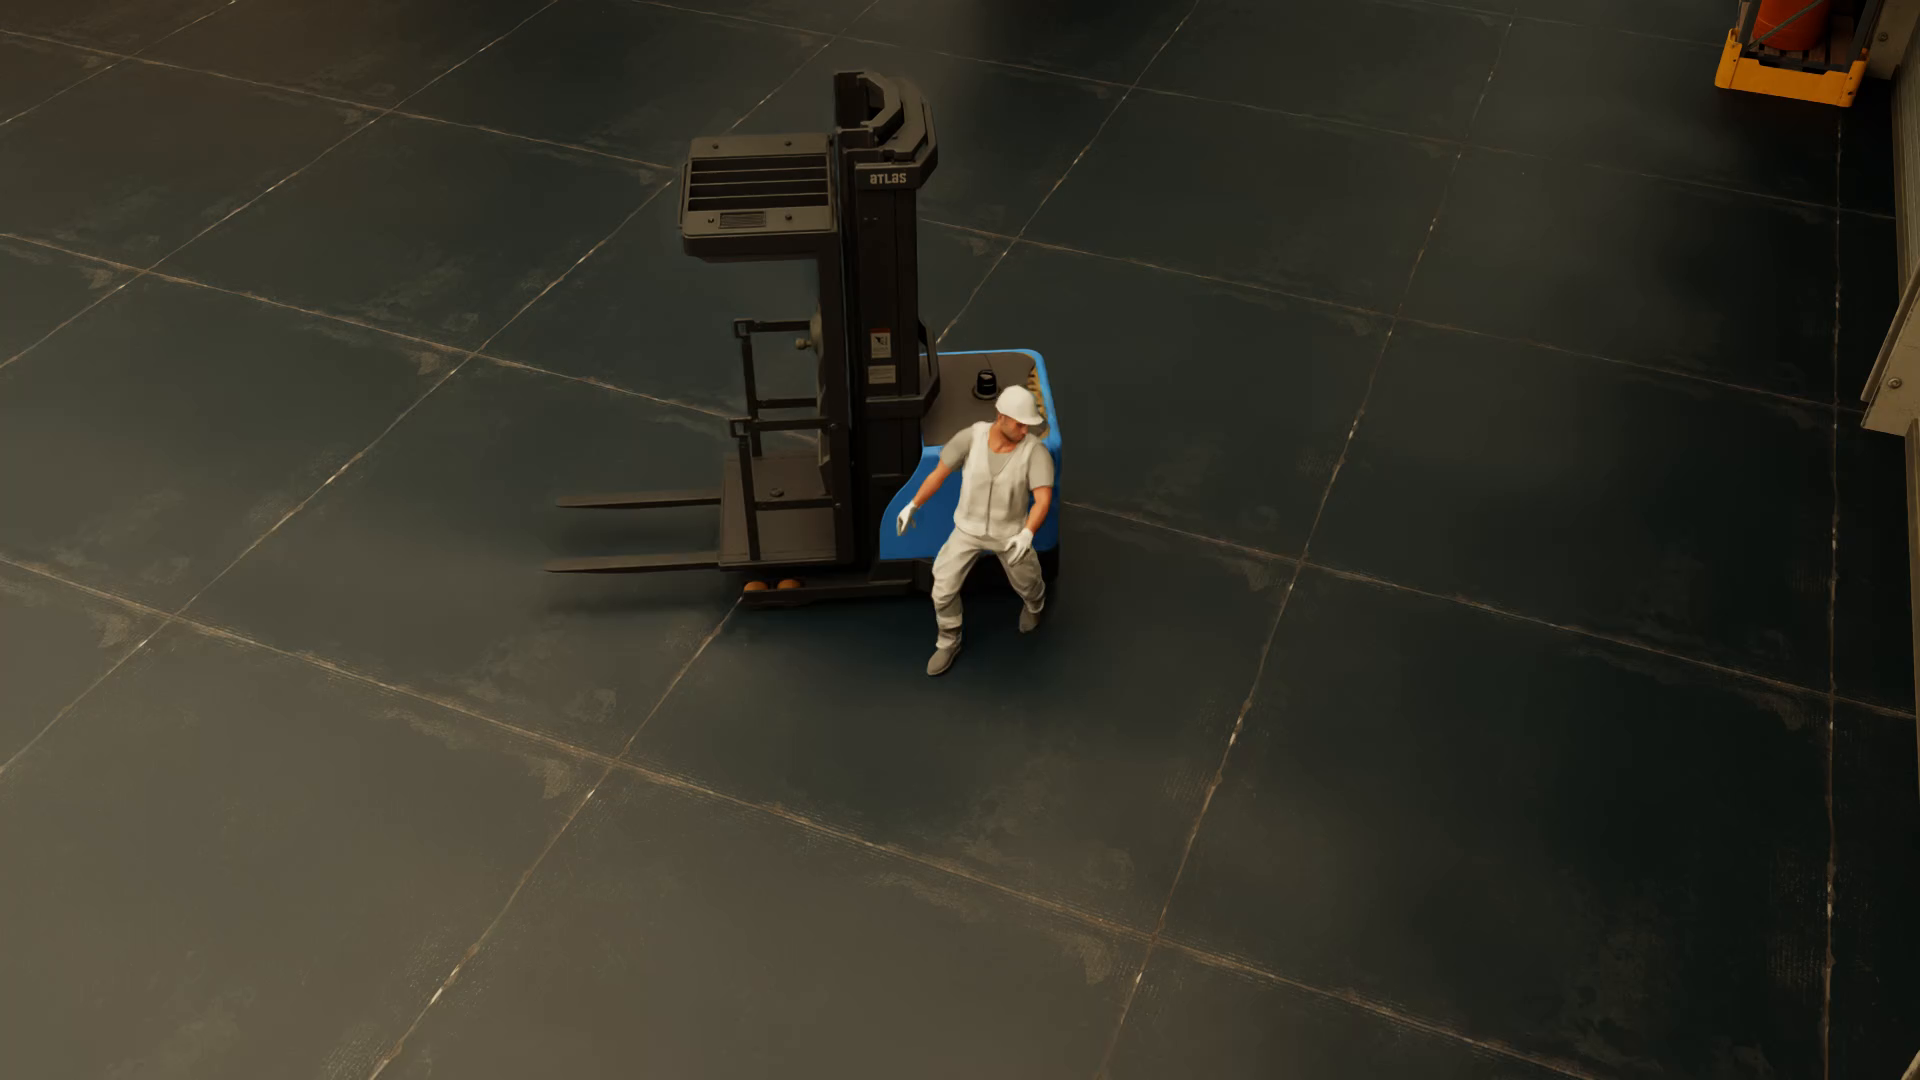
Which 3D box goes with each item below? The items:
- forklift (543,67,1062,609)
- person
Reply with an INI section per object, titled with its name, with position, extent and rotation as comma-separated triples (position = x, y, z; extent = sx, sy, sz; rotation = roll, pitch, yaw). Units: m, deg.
[forklift]
position = -0.958, -1.073, 9.288
extent = 3.031, 2.935, 1.130
rotation = -3, 40, -4
[person]
position = 0.072, -0.009, 9.012
extent = 0.848, 1.729, 0.894
rotation = 4, 40, 5
